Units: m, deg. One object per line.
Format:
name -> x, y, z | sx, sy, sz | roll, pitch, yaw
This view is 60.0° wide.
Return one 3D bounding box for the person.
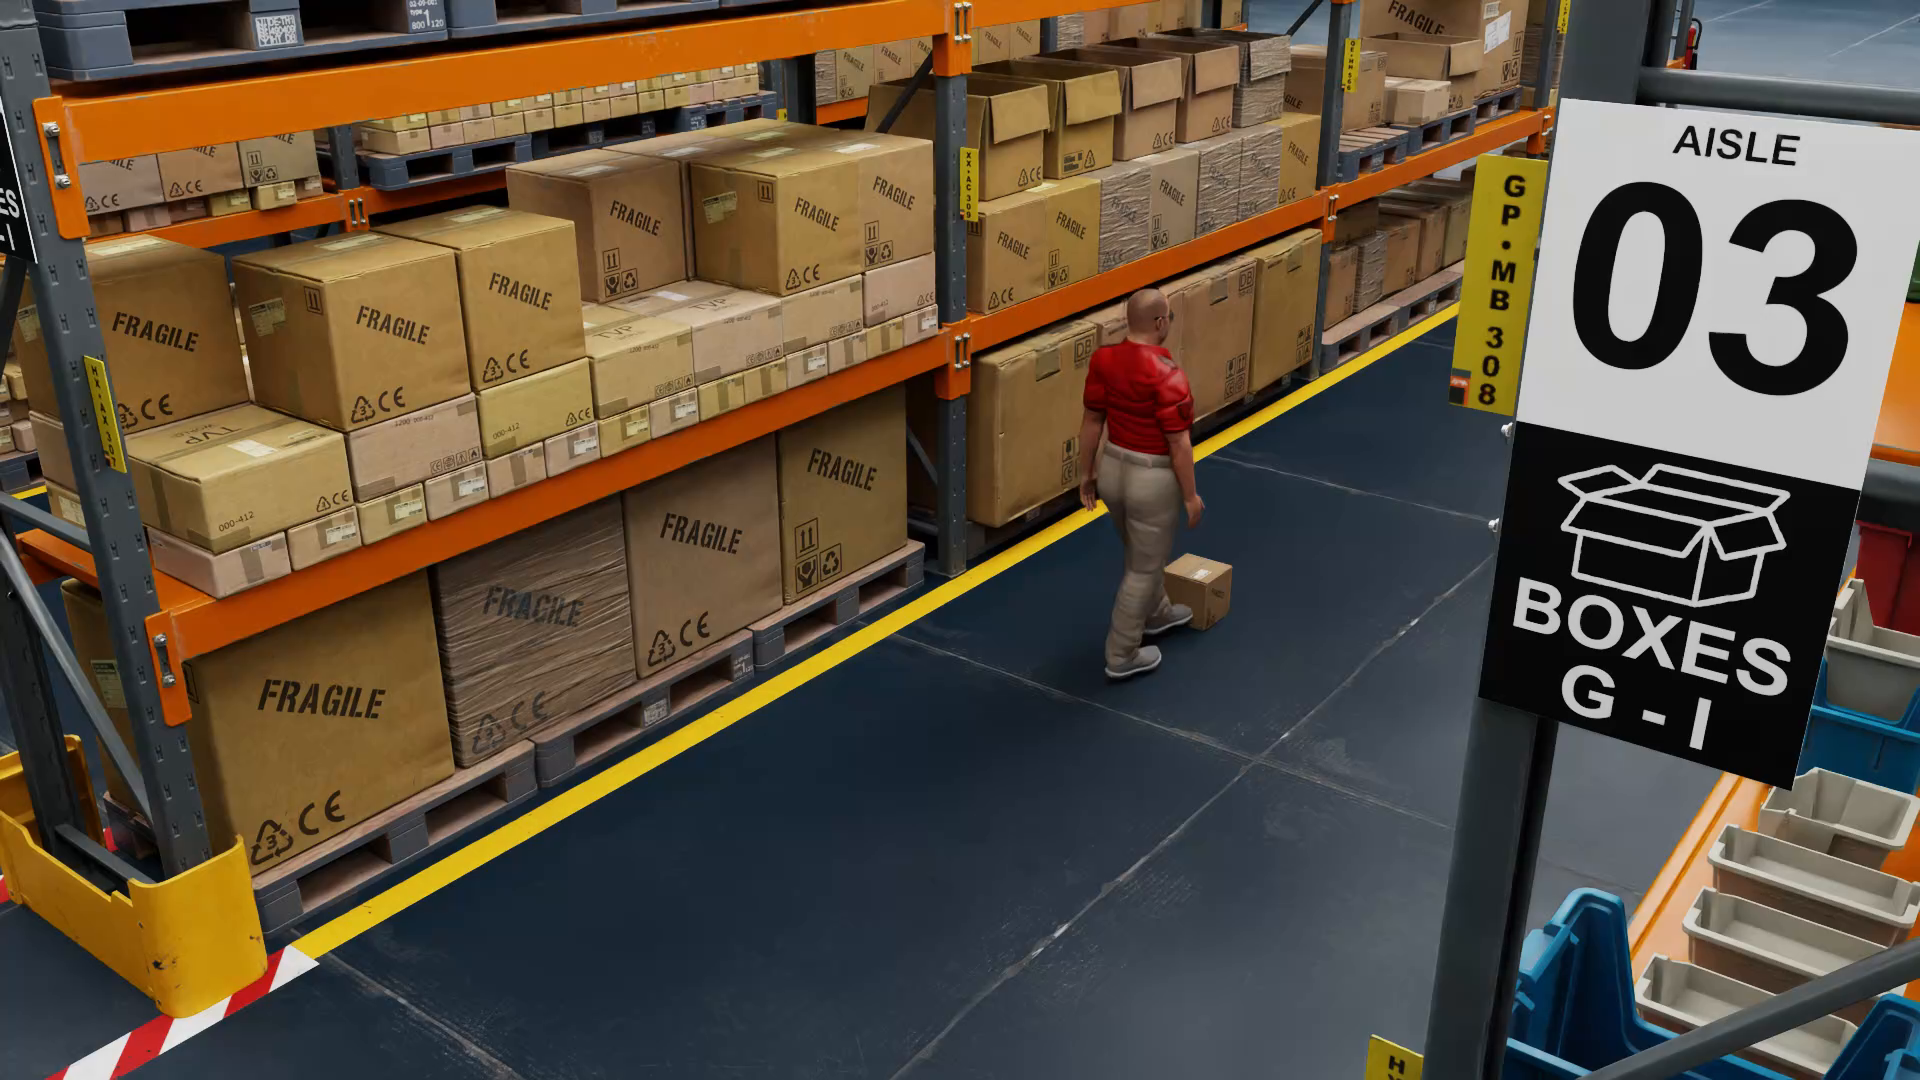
person -> 0.903, -0.279, 7.241 | 0.732, 1.715, 0.551 | -18, 29, -35
